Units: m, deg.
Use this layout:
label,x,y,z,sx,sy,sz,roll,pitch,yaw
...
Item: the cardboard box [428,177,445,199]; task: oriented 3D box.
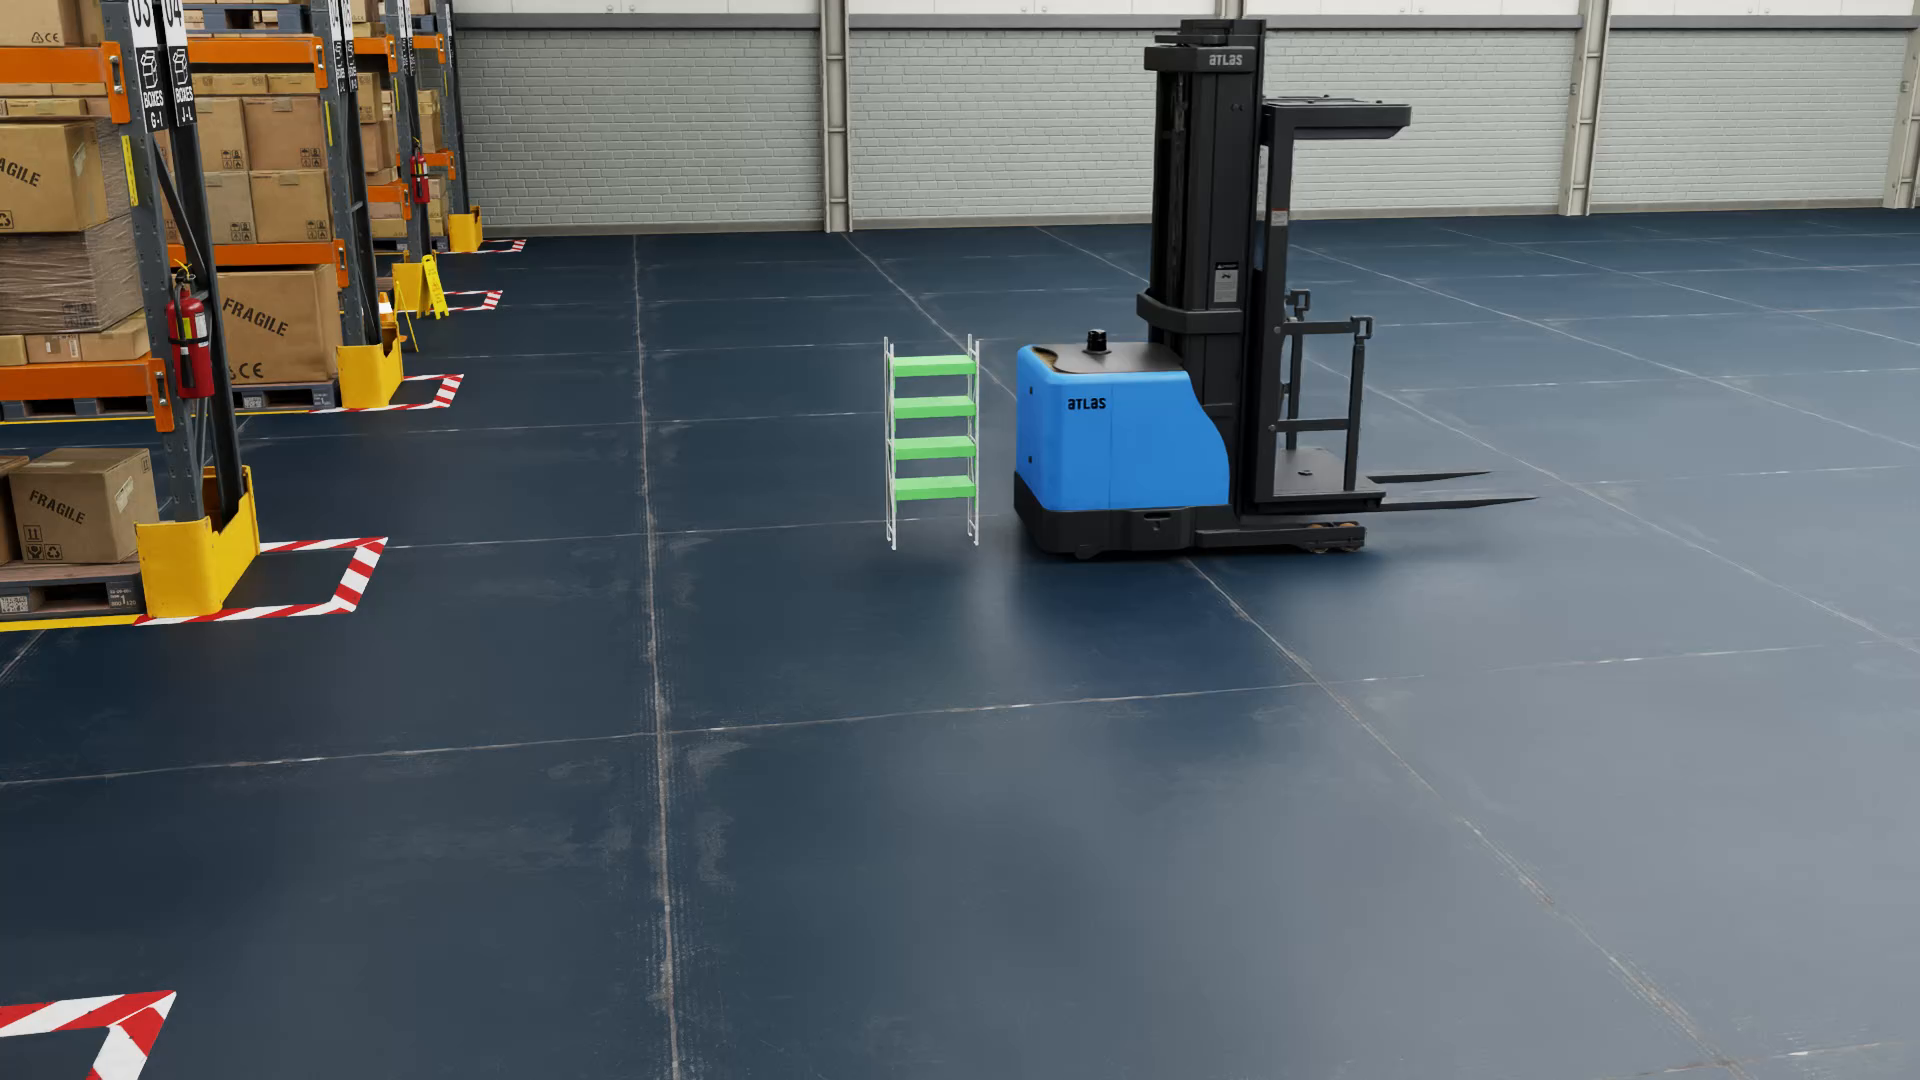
label,x,y,z,sx,sy,sz,roll,pitch,yaw
cardboard box,-7.248,-4.747,22.423,0.500,0.250,0.500,-3,17,-9

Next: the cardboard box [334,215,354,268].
label,x,y,z,sx,sy,sz,roll,pitch,yaw
cardboard box,-6.647,-3.193,17.788,0.500,0.500,0.500,-3,17,-10

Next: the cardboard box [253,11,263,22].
label,x,y,z,sx,sy,sz,roll,pitch,yaw
cardboard box,-7.364,-5.408,16.949,0.500,0.250,0.500,-3,17,-9

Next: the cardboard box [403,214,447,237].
label,x,y,z,sx,sy,sz,roll,pitch,yaw
cardboard box,-7.257,-4.267,22.564,0.500,0.250,0.500,-3,17,-10

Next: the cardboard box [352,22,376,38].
label,x,y,z,sx,sy,sz,roll,pitch,yaw
cardboard box,-6.207,-5.281,17.215,0.250,0.149,0.380,-3,17,-10

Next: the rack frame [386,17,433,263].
label,x,y,z,sx,sy,sz,roll,pitch,yaw
rack frame,-5.910,-4.067,17.946,0.127,3.000,1.000,-3,17,-10

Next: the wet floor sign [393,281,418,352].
label,x,y,z,sx,sy,sz,roll,pitch,yaw
wet floor sign,-5.219,-2.093,15.527,0.232,0.644,0.267,-6,18,-20

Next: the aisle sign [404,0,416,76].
label,x,y,z,sx,sy,sz,roll,pitch,yaw
aisle sign,-5.908,-5.403,17.866,0.004,0.787,0.394,-3,17,-10

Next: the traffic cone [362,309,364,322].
label,x,y,z,sx,sy,sz,roll,pitch,yaw
traffic cone,-6.088,-2.459,17.030,0.334,0.463,0.336,-3,17,-10

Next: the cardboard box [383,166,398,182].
label,x,y,z,sx,sy,sz,roll,pitch,yaw
cardboard box,-6.283,-3.988,18.115,0.250,0.149,0.380,-3,17,-10

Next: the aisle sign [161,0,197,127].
label,x,y,z,sx,sy,sz,roll,pitch,yaw
aisle sign,-4.026,-2.543,8.556,0.004,0.787,0.394,-3,17,-10

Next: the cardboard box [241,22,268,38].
label,x,y,z,sx,sy,sz,roll,pitch,yaw
cardboard box,-7.210,-5.230,17.050,0.250,0.149,0.380,-3,17,-11

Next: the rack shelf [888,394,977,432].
label,x,y,z,sx,sy,sz,roll,pitch,yaw
rack shelf,-0.163,-0.733,9.554,0.480,0.148,0.258,-3,17,-10

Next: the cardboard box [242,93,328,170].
label,x,y,z,sx,sy,sz,roll,pitch,yaw
cardboard box,-5.244,-3.225,13.107,0.550,0.550,0.875,-3,17,-10

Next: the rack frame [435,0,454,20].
label,x,y,z,sx,sy,sz,roll,pitch,yaw
rack frame,-6.855,-8.366,21.723,0.127,3.000,1.000,-3,17,-10

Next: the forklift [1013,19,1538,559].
label,x,y,z,sx,sy,sz,roll,pitch,yaw
forklift,1.890,-1.473,9.616,3.031,2.935,1.130,-3,17,-8

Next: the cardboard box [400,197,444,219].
label,x,y,z,sx,sy,sz,roll,pitch,yaw
cardboard box,-7.274,-4.506,22.491,0.500,0.250,0.500,-3,17,-11

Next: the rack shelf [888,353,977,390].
label,x,y,z,sx,sy,sz,roll,pitch,yaw
rack shelf,-0.163,-0.962,9.483,0.480,0.148,0.258,-3,17,-10

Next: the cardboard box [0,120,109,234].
label,x,y,z,sx,sy,sz,roll,pitch,yaw
cardboard box,-4.523,-1.777,8.108,0.500,0.500,0.500,-3,17,-10

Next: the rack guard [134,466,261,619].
label,x,y,z,sx,sy,sz,roll,pitch,yaw
rack guard,-4.105,-0.012,8.998,0.348,0.500,1.175,-3,17,-10

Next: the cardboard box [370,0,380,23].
label,x,y,z,sx,sy,sz,roll,pitch,yaw
cardboard box,-6.454,-5.621,17.643,0.500,0.250,0.500,-4,17,-11

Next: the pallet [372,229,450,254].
label,x,y,z,sx,sy,sz,roll,pitch,yaw
pallet,-7.598,-4.111,22.835,1.213,0.211,1.003,-3,17,-10

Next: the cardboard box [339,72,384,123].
label,x,y,z,sx,sy,sz,roll,pitch,yaw
cardboard box,-6.370,-4.644,17.443,0.500,0.500,0.700,-4,17,-12

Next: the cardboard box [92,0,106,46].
label,x,y,z,sx,sy,sz,roll,pitch,yaw
cardboard box,-4.552,-2.621,8.381,0.500,0.250,0.500,-3,17,-9

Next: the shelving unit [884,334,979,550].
label,x,y,z,sx,sy,sz,roll,pitch,yaw
shelving unit,-0.163,-0.564,9.606,0.503,1.200,0.258,-3,17,-10

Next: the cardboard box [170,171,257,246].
label,x,y,z,sx,sy,sz,roll,pitch,yaw
cardboard box,-5.763,-2.647,13.066,0.550,0.550,0.875,-3,17,-10

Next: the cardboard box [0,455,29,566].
label,x,y,z,sx,sy,sz,roll,pitch,yaw
cardboard box,-5.227,-0.143,8.712,0.500,0.500,0.500,1,17,4

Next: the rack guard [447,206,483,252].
label,x,y,z,sx,sy,sz,roll,pitch,yaw
rack guard,-6.832,-4.305,22.975,0.348,0.500,1.175,-3,17,-10

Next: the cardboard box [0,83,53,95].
label,x,y,z,sx,sy,sz,roll,pitch,yaw
cardboard box,-9.364,-4.475,16.892,0.500,0.500,0.700,-3,17,-11

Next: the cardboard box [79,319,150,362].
label,x,y,z,sx,sy,sz,roll,pitch,yaw
cardboard box,-4.271,-1.015,8.436,0.250,0.149,0.380,-3,17,-10

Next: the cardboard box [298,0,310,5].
label,x,y,z,sx,sy,sz,roll,pitch,yaw
cardboard box,-5.269,-4.282,13.077,0.250,0.149,0.380,-3,17,-10

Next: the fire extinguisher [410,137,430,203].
label,x,y,z,sx,sy,sz,roll,pitch,yaw
fire extinguisher,-5.710,-3.904,17.545,0.183,0.674,0.296,-3,17,-10

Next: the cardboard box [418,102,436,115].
label,x,y,z,sx,sy,sz,roll,pitch,yaw
cardboard box,-7.143,-5.756,22.168,0.250,0.149,0.380,-3,17,-10

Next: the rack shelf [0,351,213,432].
label,x,y,z,sx,sy,sz,roll,pitch,yaw
rack shelf,-5.994,-0.755,8.388,4.000,0.370,1.077,-3,17,-10

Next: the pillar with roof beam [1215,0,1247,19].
label,x,y,z,sx,sy,sz,roll,pitch,yaw
pillar with roof beam,4.889,-8.014,20.578,0.400,9.000,9.100,-3,17,-10

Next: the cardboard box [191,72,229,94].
label,x,y,z,sx,sy,sz,roll,pitch,yaw
cardboard box,-7.866,-4.572,17.209,0.500,0.500,0.700,-3,17,-11

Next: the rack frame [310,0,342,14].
label,x,y,z,sx,sy,sz,roll,pitch,yaw
rack frame,-4.872,-5.514,12.437,0.127,3.000,1.000,-3,17,-10

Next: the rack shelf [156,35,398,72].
label,x,y,z,sx,sy,sz,roll,pitch,yaw
rack shelf,-7.874,-5.046,17.248,4.000,0.370,1.077,-3,17,-10

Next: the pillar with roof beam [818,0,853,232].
label,x,y,z,sx,sy,sz,roll,pitch,yaw
pillar with roof beam,-1.002,-7.680,19.490,0.400,9.000,9.100,-3,17,-10

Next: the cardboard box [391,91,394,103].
label,x,y,z,sx,sy,sz,roll,pitch,yaw
cardboard box,-7.403,-5.895,22.114,0.250,0.149,0.380,-3,17,-10

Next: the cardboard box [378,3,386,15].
label,x,y,z,sx,sy,sz,roll,pitch,yaw
cardboard box,-7.611,-6.927,21.689,0.250,0.149,0.380,-4,17,-12

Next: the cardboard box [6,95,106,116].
label,x,y,z,sx,sy,sz,roll,pitch,yaw
cardboard box,-6.837,-3.108,12.728,0.500,0.550,0.875,-3,17,-10

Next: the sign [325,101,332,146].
label,x,y,z,sx,sy,sz,roll,pitch,yaw
sign,-4.783,-3.156,12.602,0.005,0.325,0.100,-3,17,-10

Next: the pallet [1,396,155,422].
label,x,y,z,sx,sy,sz,roll,pitch,yaw
pallet,-6.837,-1.179,13.291,1.213,0.211,1.003,-3,17,-10

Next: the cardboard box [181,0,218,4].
label,x,y,z,sx,sy,sz,roll,pitch,yaw
cardboard box,-5.634,-4.064,12.368,0.250,0.149,0.380,-3,17,-10

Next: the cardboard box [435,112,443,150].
label,x,y,z,sx,sy,sz,roll,pitch,yaw
cardboard box,-7.395,-5.598,22.760,0.500,0.500,0.500,-3,17,-9
